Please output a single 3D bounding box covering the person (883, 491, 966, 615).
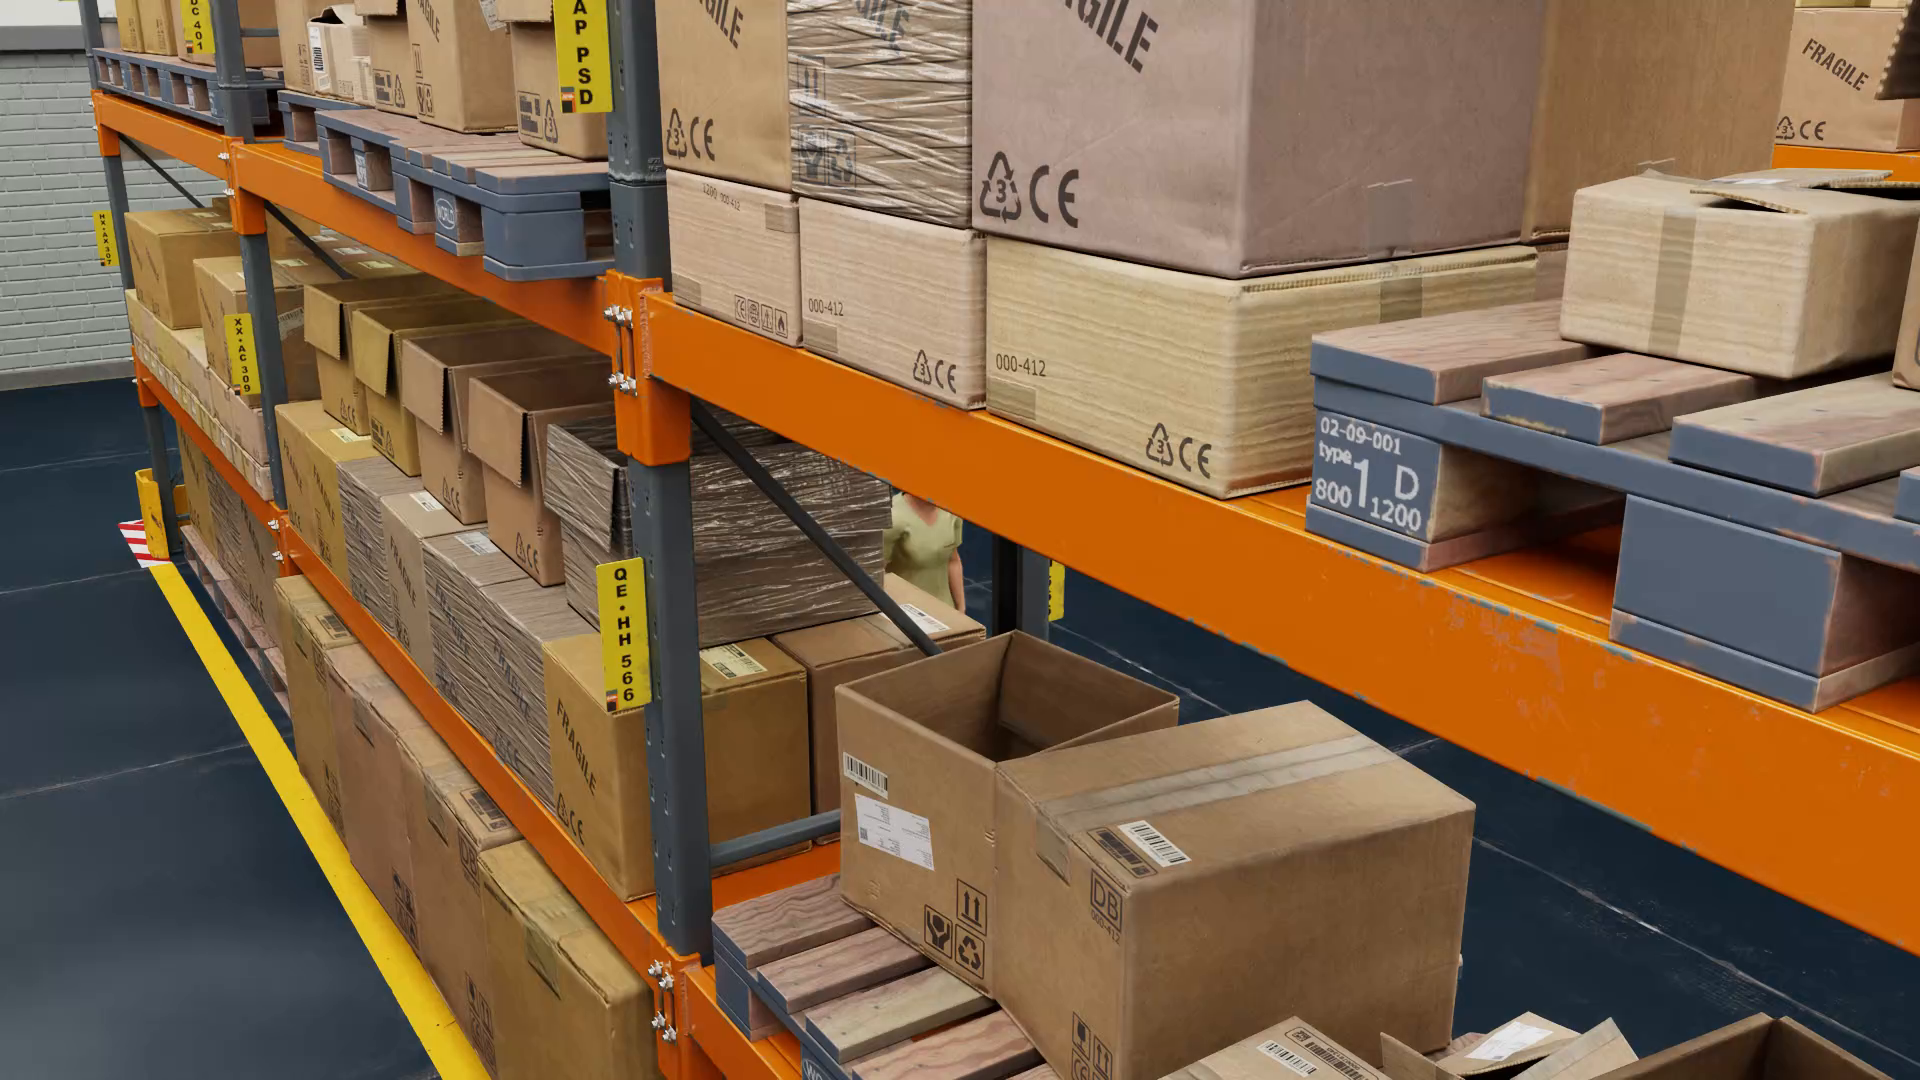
[{"bbox_3d":[-0.167,0.372,6.926,0.518,1.671,0.362,-13,22,-35],"label":"person"}]
